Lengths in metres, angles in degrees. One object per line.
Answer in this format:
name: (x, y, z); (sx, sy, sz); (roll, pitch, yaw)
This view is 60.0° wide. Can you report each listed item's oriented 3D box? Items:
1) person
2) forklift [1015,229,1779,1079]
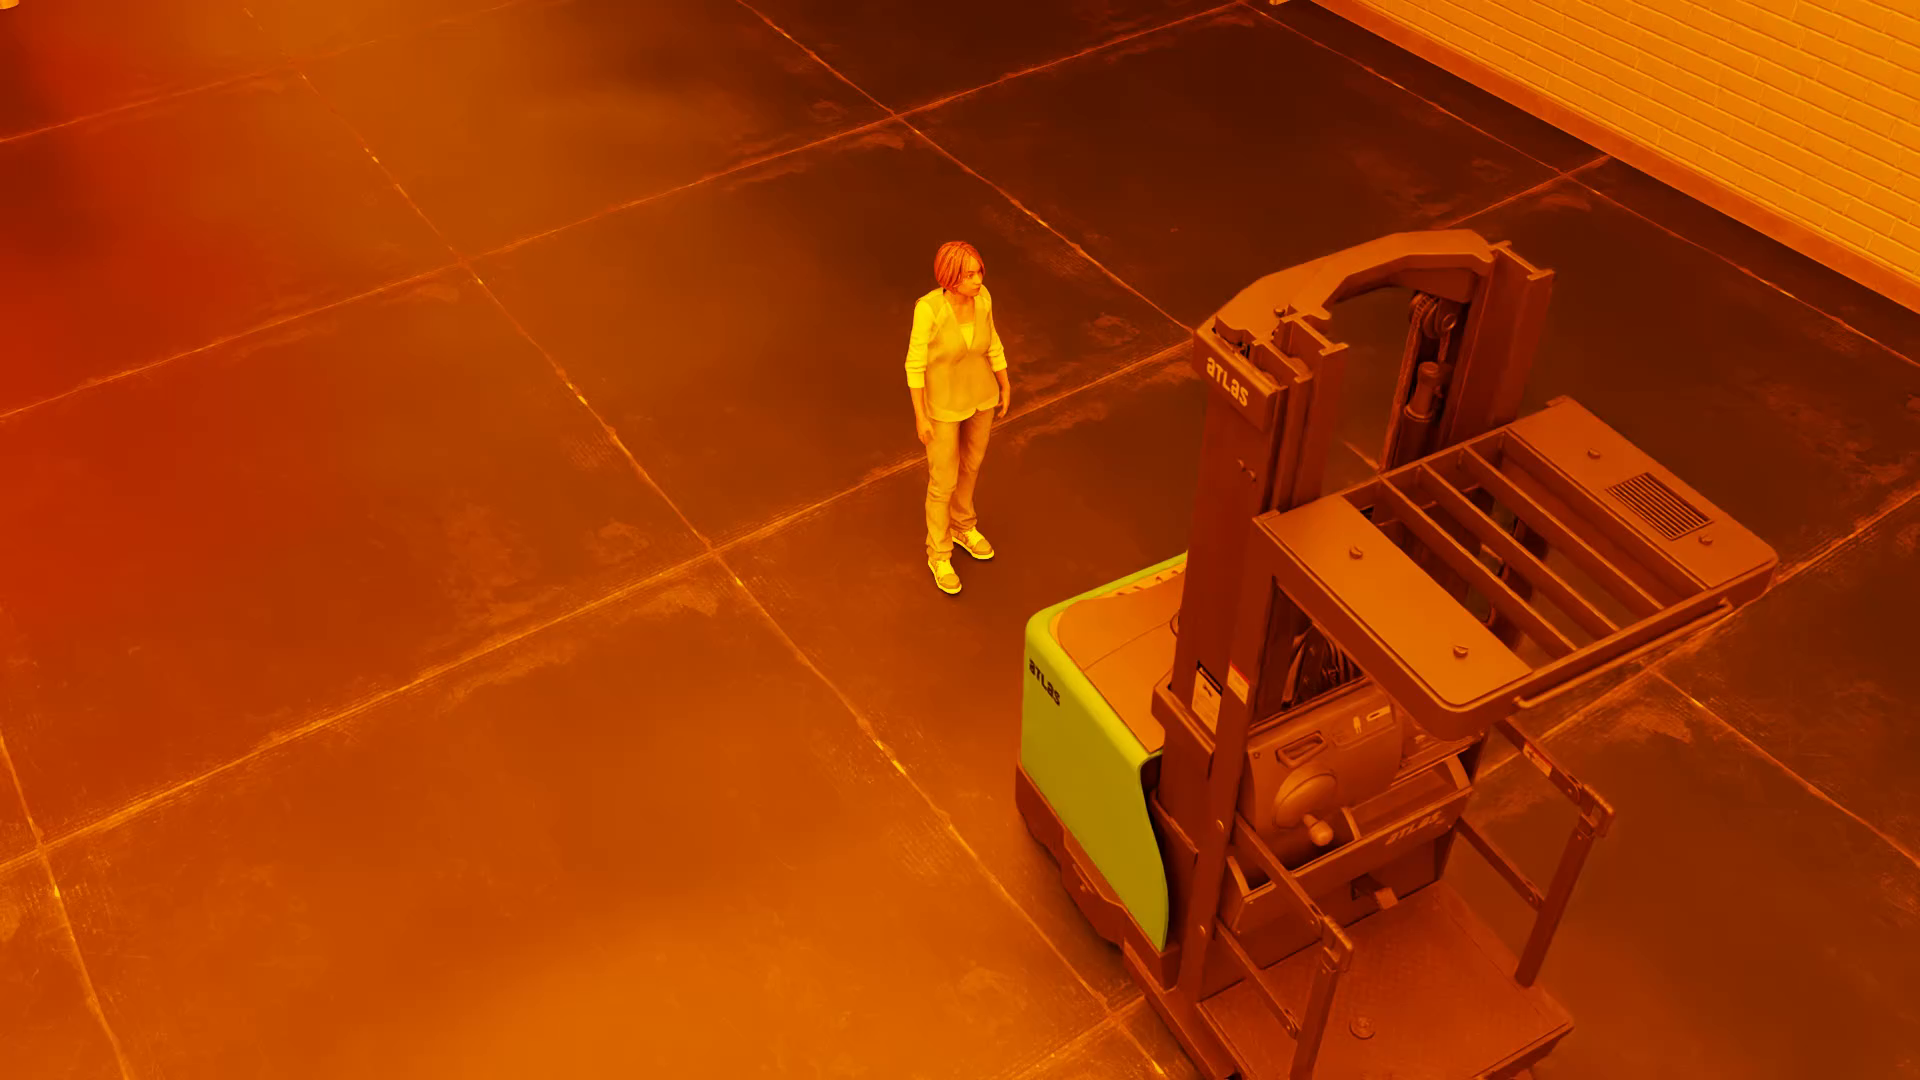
person: (0.031, -0.546, 7.281); (0.520, 1.599, 0.473); (-25, 48, -25)
forklift: (1.371, 0.704, 4.951); (1.130, 2.935, 3.031); (-20, 46, -21)
